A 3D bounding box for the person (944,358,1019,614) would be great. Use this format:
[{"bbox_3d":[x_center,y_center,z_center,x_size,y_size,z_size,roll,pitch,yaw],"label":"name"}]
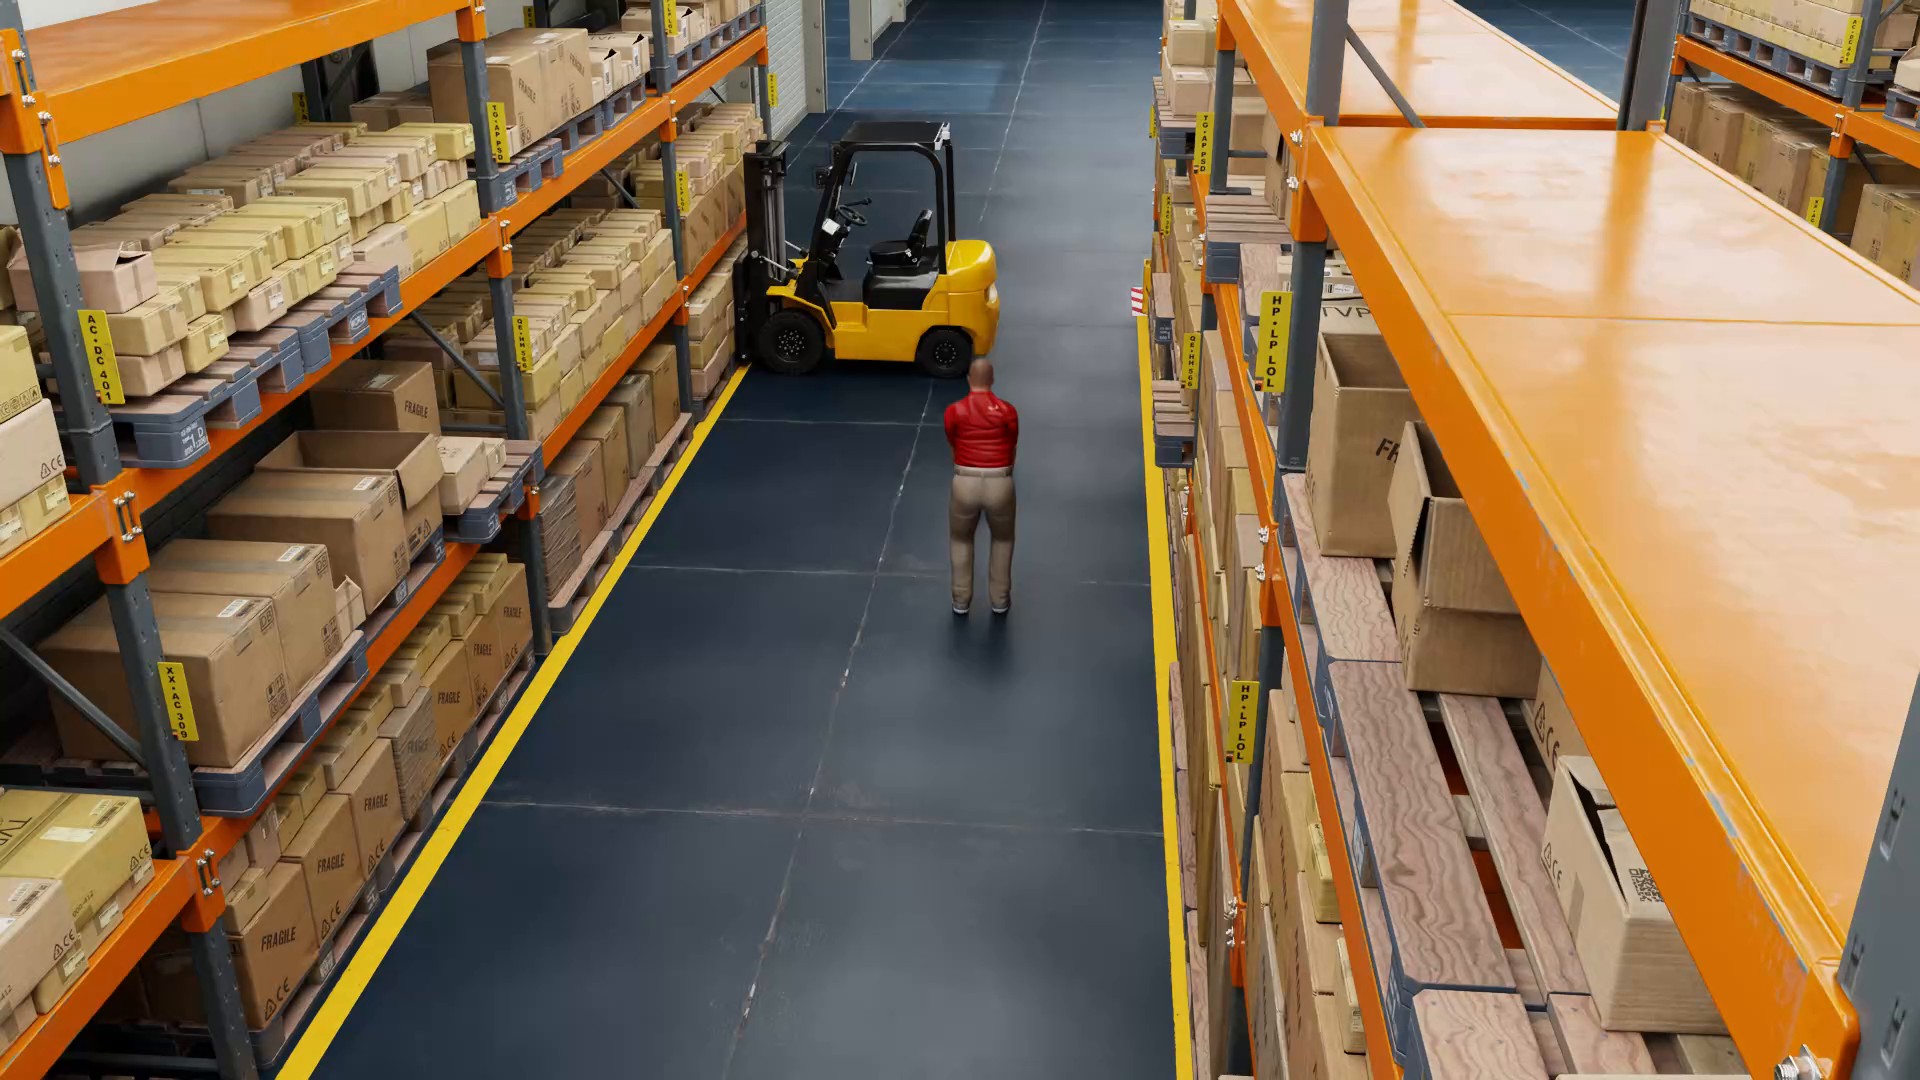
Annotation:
[{"bbox_3d":[0.138,-0.355,10.842,0.483,1.714,0.566,1,24,3],"label":"person"}]
